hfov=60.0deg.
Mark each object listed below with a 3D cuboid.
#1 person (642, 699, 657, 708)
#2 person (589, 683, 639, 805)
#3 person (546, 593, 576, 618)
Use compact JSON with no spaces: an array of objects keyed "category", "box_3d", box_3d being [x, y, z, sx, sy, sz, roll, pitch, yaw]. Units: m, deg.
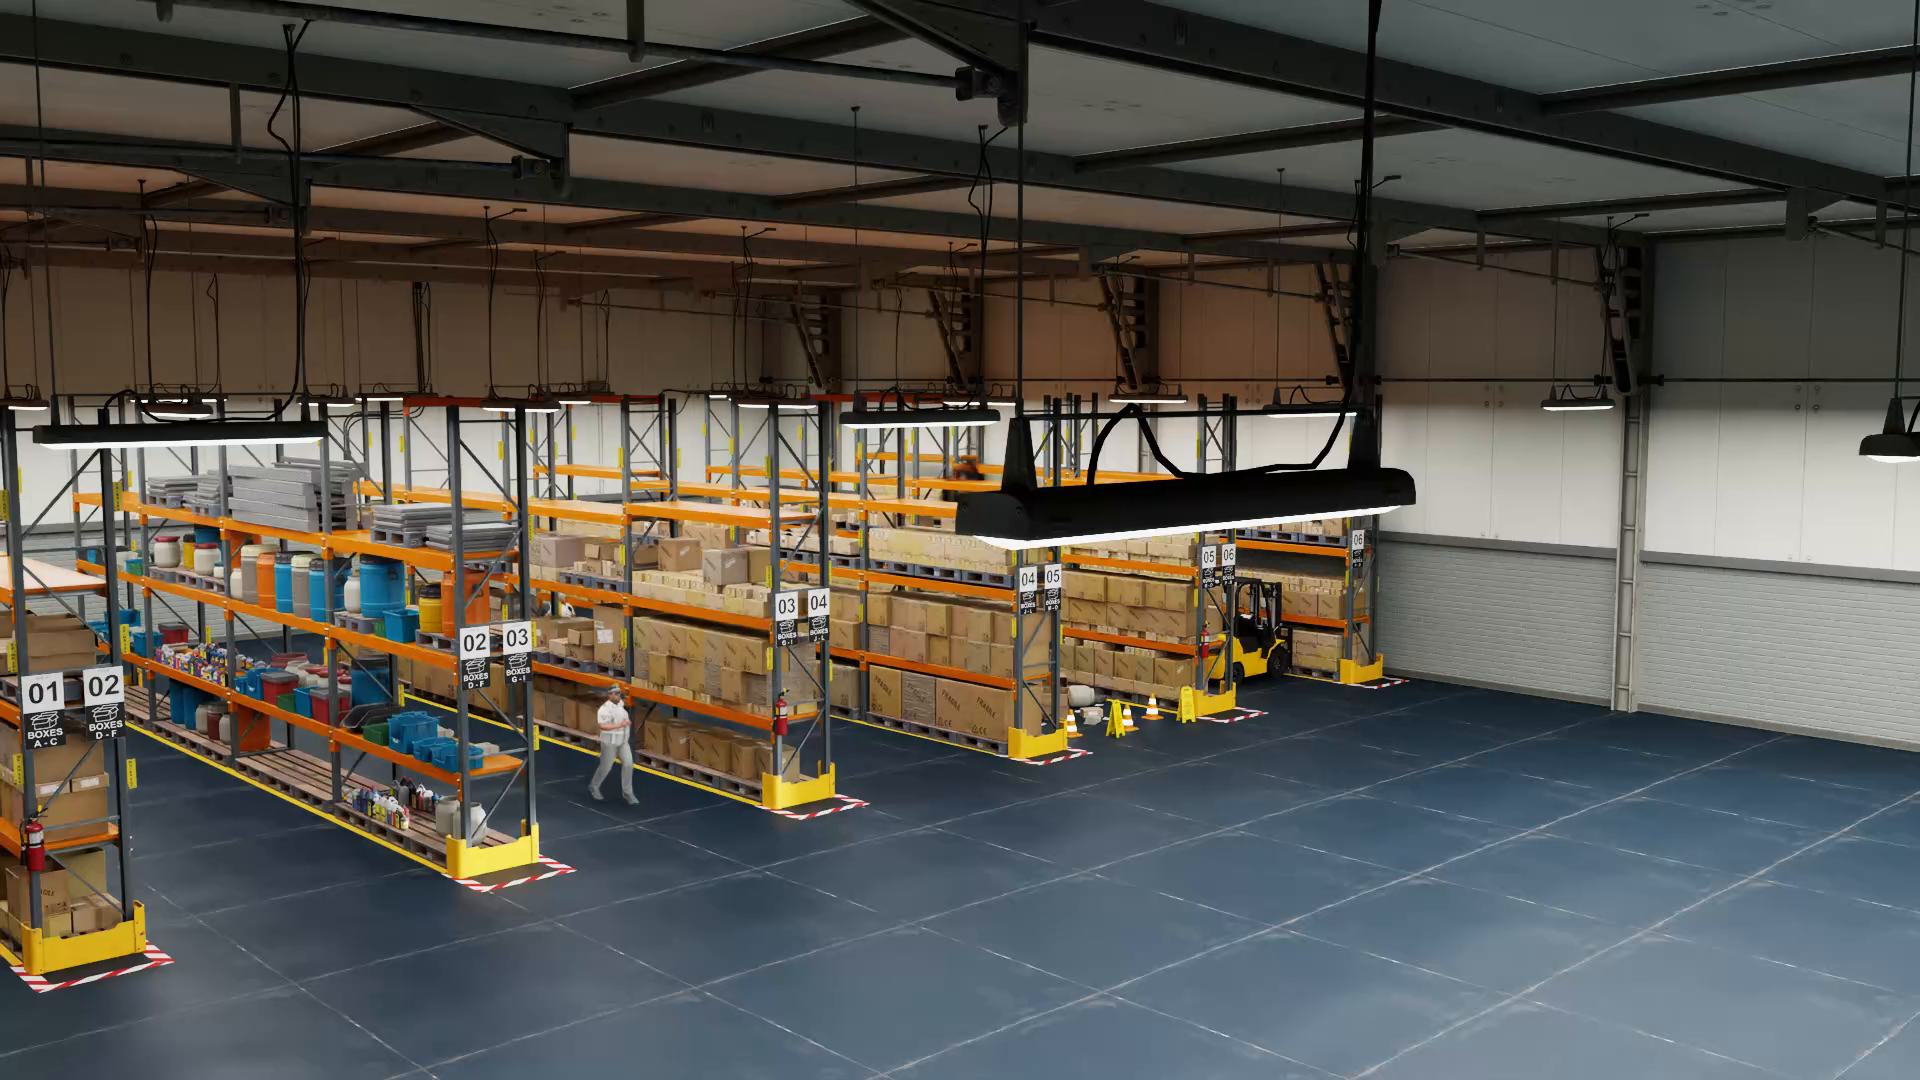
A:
[{"category":"person","box_3d":[-5.727,2.504,30.993,0.584,1.754,0.760,-5,7,-41]},{"category":"person","box_3d":[-5.199,3.042,24.845,0.848,1.844,0.664,4,7,33]},{"category":"person","box_3d":[-8.724,1.961,36.547,0.611,1.645,0.934,-5,8,-44]}]
